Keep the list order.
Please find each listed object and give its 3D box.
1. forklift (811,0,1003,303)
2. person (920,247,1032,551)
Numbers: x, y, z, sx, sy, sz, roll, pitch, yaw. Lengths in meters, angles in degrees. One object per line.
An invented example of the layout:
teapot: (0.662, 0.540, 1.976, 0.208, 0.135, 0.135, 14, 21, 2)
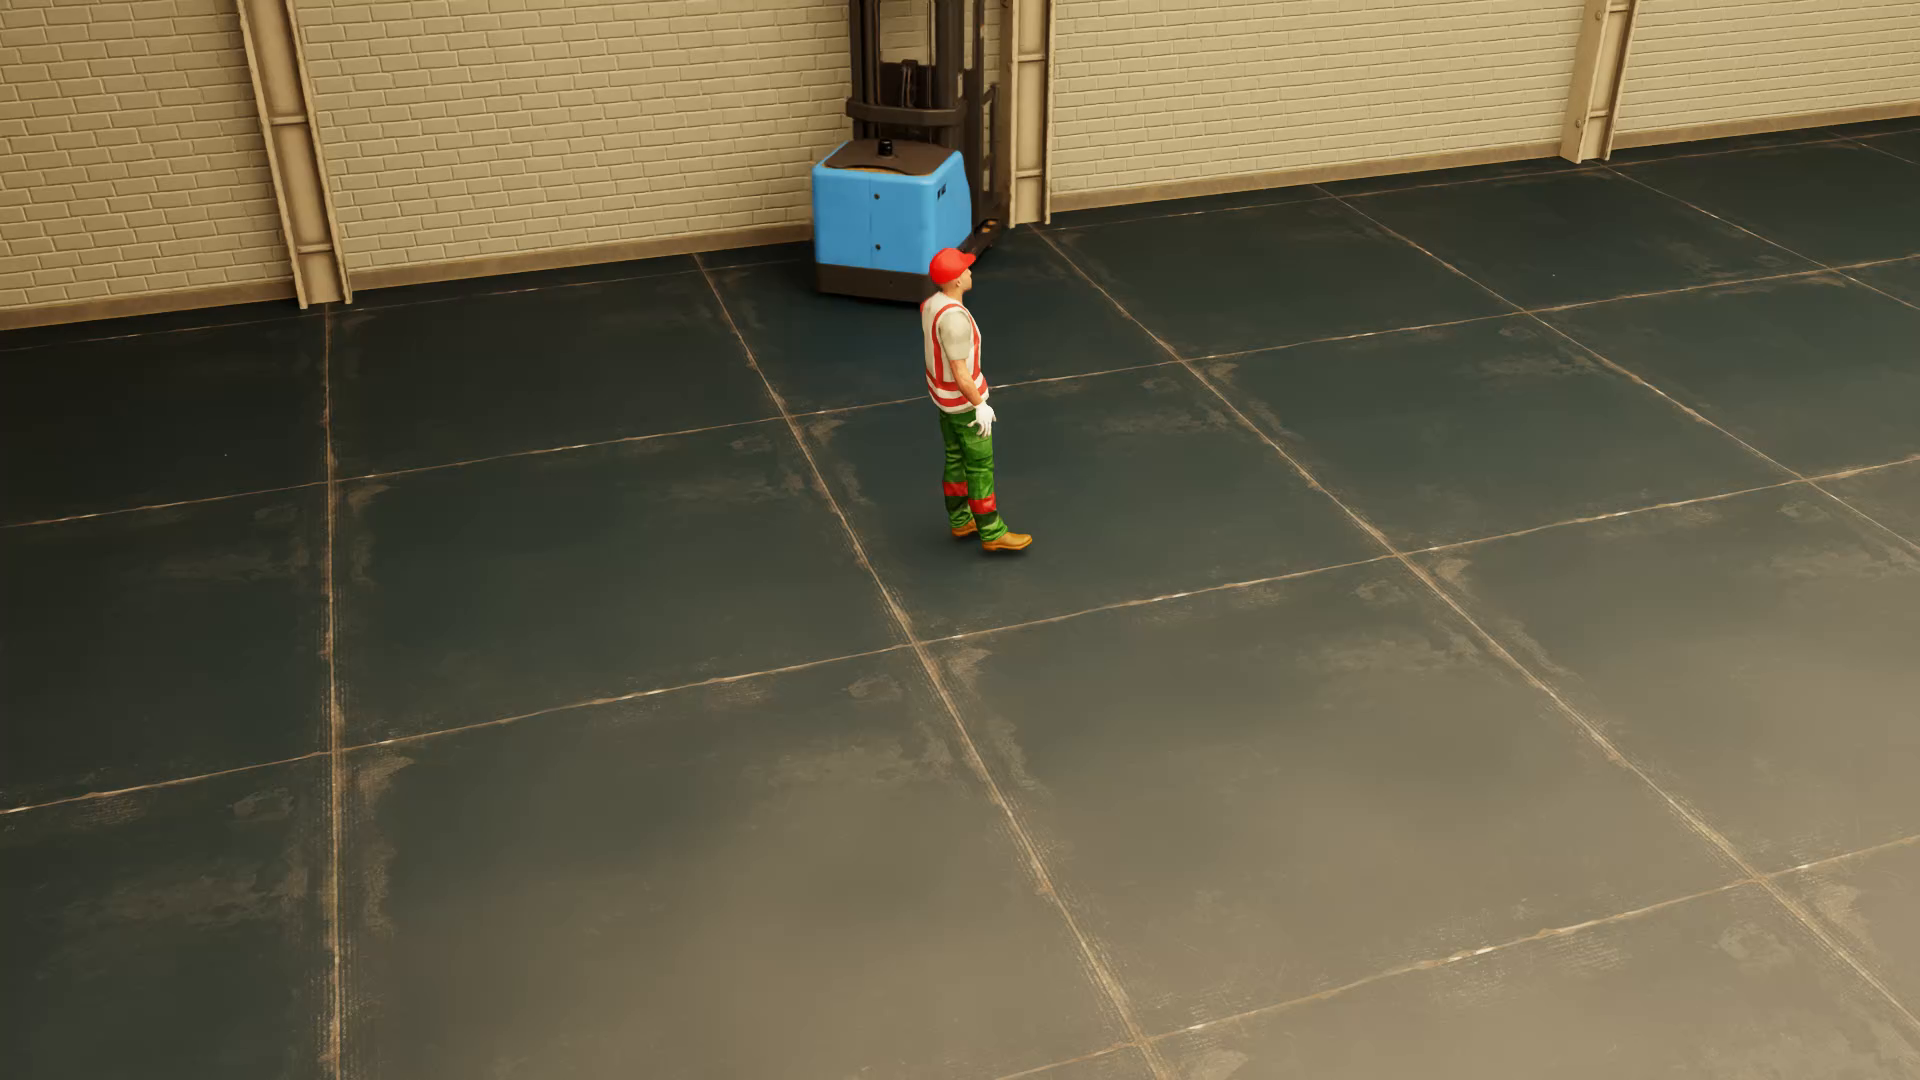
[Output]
forklift: (-0.271, -3.859, 13.795, 1.130, 2.935, 3.031, 8, 31, 14)
person: (0.080, -0.823, 9.568, 0.564, 1.787, 0.637, -10, 31, -16)
